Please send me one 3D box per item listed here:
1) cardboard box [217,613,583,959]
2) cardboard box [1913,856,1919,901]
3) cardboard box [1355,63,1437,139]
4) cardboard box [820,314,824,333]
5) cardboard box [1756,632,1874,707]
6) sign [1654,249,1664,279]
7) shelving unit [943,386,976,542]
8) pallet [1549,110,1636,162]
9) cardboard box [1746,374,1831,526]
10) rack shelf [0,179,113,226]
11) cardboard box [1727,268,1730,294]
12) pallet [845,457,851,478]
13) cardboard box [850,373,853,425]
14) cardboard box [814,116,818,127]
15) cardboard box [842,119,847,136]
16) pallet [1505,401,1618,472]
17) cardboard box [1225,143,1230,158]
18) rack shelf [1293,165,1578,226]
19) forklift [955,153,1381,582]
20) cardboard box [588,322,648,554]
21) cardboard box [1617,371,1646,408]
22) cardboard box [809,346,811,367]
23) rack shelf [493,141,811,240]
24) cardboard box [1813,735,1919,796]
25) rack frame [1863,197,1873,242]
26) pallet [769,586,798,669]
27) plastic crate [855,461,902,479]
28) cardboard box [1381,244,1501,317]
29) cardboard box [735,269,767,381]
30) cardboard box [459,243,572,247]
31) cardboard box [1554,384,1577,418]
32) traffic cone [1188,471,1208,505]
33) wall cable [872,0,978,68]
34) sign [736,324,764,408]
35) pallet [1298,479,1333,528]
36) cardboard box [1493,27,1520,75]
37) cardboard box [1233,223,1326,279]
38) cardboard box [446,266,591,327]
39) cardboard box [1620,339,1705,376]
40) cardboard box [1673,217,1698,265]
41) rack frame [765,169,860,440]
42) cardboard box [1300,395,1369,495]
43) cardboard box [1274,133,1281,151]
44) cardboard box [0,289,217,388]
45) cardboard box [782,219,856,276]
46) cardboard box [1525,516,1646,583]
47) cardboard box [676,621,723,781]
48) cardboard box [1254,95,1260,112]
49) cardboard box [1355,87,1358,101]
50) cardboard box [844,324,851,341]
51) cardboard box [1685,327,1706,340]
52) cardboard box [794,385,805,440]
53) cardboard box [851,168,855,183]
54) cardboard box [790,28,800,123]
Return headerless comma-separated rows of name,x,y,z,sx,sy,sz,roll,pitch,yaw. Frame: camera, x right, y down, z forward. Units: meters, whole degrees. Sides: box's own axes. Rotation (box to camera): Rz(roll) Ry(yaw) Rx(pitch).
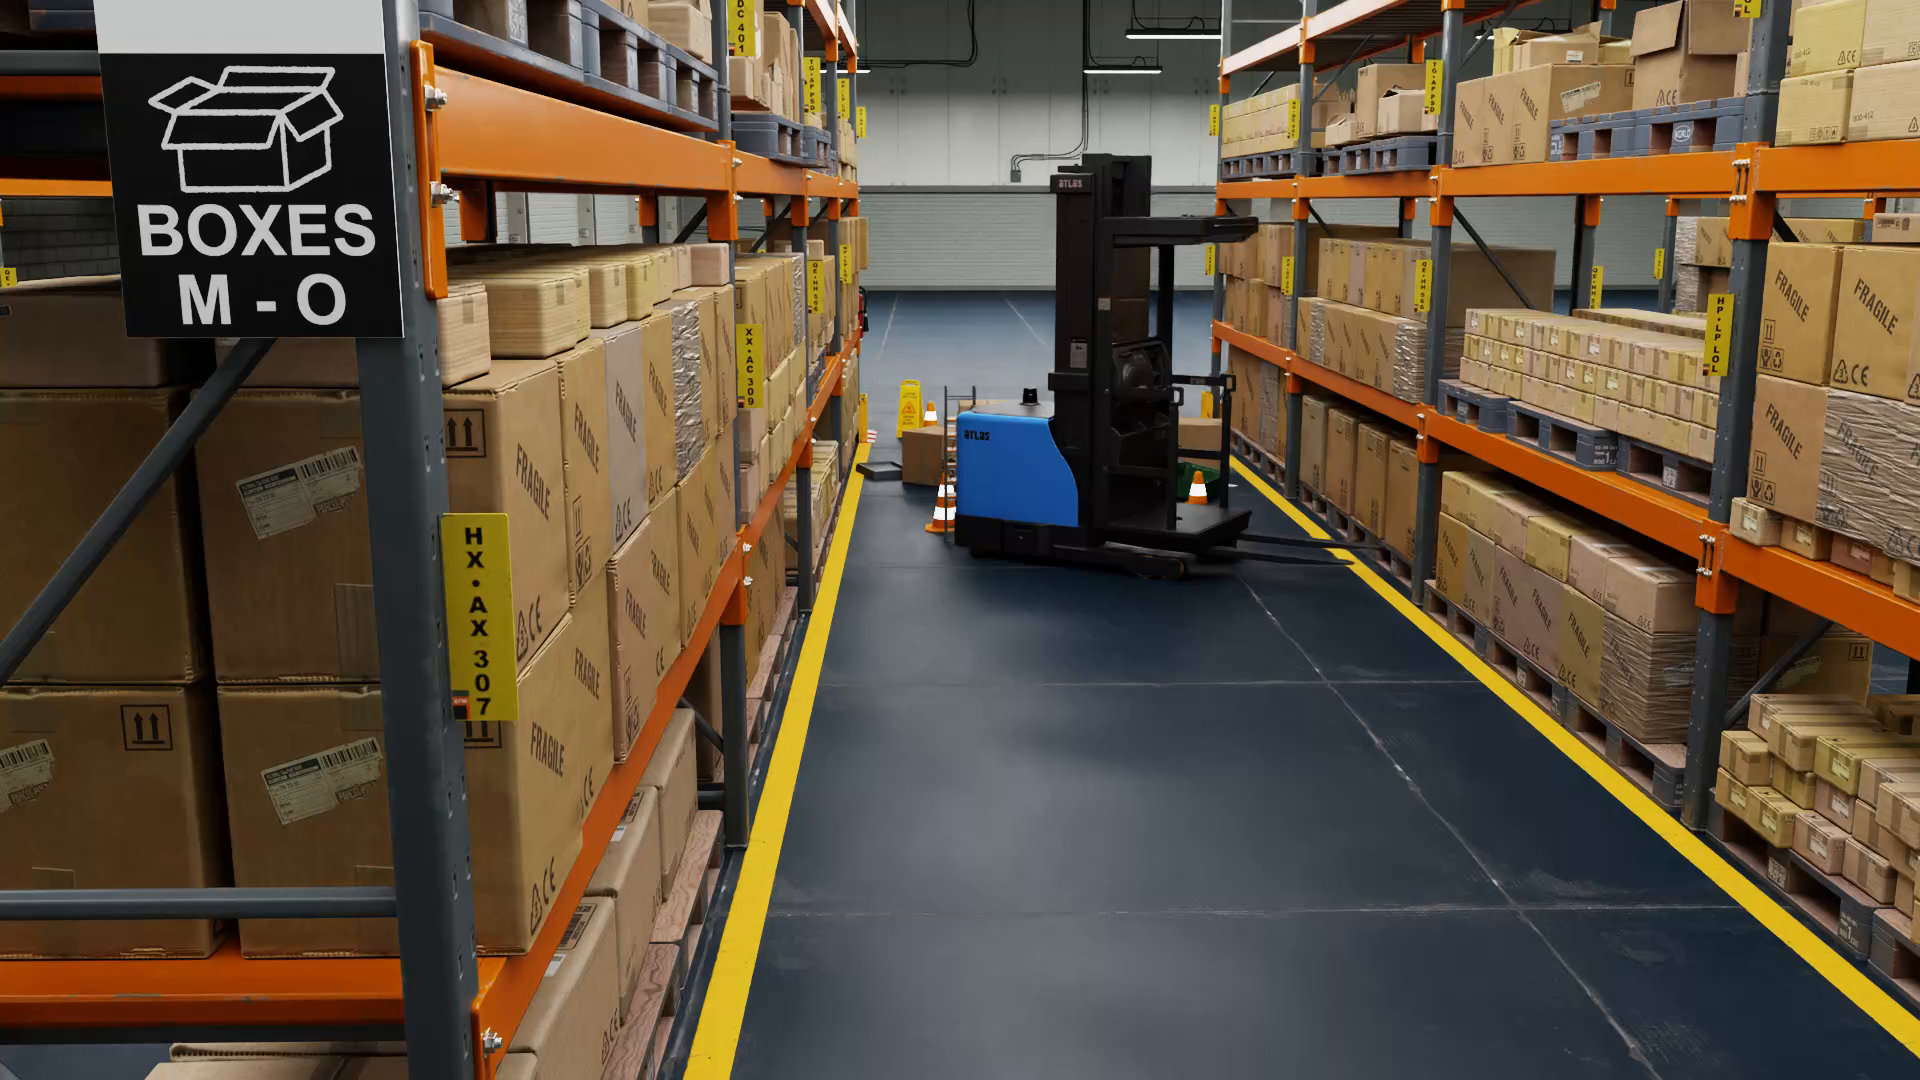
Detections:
cardboard box,-1.013,0.438,3.102,0.500,0.500,0.500,0,11,-2
cardboard box,3.325,1.125,5.338,0.380,0.149,0.250,0,11,-2
cardboard box,3.176,-3.165,12.012,0.500,0.500,0.500,0,11,-1
cardboard box,-1.271,-1.806,12.360,0.500,0.500,0.500,-1,11,-3
cardboard box,3.824,0.620,7.691,0.500,0.500,0.500,0,11,1
sign,7.745,-3.059,18.417,0.100,0.325,0.005,0,11,-1
shelving unit,0.000,-0.591,12.954,0.258,1.200,0.189,0,11,-1
pallet,3.644,-1.959,8.098,1.213,0.211,1.003,0,11,-1
cardboard box,3.333,-0.347,6.225,0.500,0.500,0.500,0,11,-2
rack shelf,-6.459,-2.500,12.103,1.077,0.370,4.000,0,11,-1
cardboard box,8.369,-2.524,16.957,0.875,0.500,0.500,0,11,-1
pallet,-1.615,-0.811,16.527,1.003,0.211,1.213,0,11,-1
cardboard box,-1.312,-1.355,16.167,0.500,0.500,0.500,0,11,2
cardboard box,-1.375,-3.188,13.003,0.500,0.250,0.500,0,11,0
cardboard box,-1.228,-3.759,15.128,0.380,0.149,0.250,0,11,-2
pallet,3.574,-0.559,8.754,1.003,0.211,1.213,0,11,-1
cardboard box,3.019,-4.119,17.595,0.380,0.149,0.250,0,11,-1
rack shelf,3.451,-2.562,12.407,1.077,0.370,4.000,0,11,-1
forklift,1.493,-1.266,11.926,3.031,2.935,1.130,7,13,30
cardboard box,-1.051,-0.257,4.013,0.500,0.500,0.500,0,11,-2
cardboard box,3.350,-0.714,7.863,0.380,0.149,0.250,-1,11,-3
cardboard box,-1.208,-1.265,11.327,0.380,0.149,0.250,-1,12,-5
rack shelf,-1.414,-1.726,8.288,1.077,0.370,4.000,0,11,-1
cardboard box,3.375,0.823,6.077,0.380,0.149,0.250,0,11,-2
rack frame,8.370,-1.842,14.595,1.000,3.000,0.127,0,11,-1
pallet,-1.514,0.517,9.978,1.003,0.211,1.213,0,11,-1
plastic crate,-0.750,-0.686,16.239,0.402,0.080,0.583,-4,12,-21
cardboard box,3.468,-1.877,12.003,0.700,0.500,0.500,0,11,-2
cardboard box,-1.132,-0.940,7.381,0.500,0.500,0.500,0,11,-1
cardboard box,-1.625,-1.004,6.067,0.380,0.149,0.250,0,11,-2
cardboard box,3.333,-0.724,8.660,0.380,0.149,0.250,-1,11,-3
traffic cone,1.927,-0.326,13.501,0.336,0.463,0.334,0,11,-1
wall cable,-1.030,-15.134,48.692,3.097,2.526,0.112,0,11,-1
sign,-0.818,-0.677,6.474,0.100,0.325,0.005,0,11,-1
pallet,3.500,-0.322,14.116,1.003,0.211,1.213,0,11,-1
cardboard box,3.235,-2.757,9.382,0.396,0.266,0.258,0,11,-1
cardboard box,3.275,-2.945,16.937,0.875,0.550,0.550,0,11,-1
cardboard box,-1.069,-0.553,3.842,0.380,0.149,0.250,0,11,-1
cardboard box,3.356,-0.862,7.842,0.380,0.149,0.250,0,11,-1
cardboard box,8.026,-3.212,17.830,0.500,0.500,0.500,0,11,-1
rack frame,-1.620,-2.596,18.313,1.000,3.000,0.127,0,11,-1
cardboard box,3.512,-0.822,14.169,1.050,0.750,0.750,0,11,-1
cardboard box,3.070,-3.616,15.119,0.380,0.149,0.250,0,11,0
cardboard box,-1.497,-0.343,2.810,0.380,0.149,0.250,0,11,0
cardboard box,-1.319,-2.676,15.191,0.700,0.500,0.500,0,11,-1
cardboard box,3.284,0.046,8.633,0.500,0.250,0.500,-1,11,-4
cardboard box,-1.465,0.501,7.331,0.875,0.875,0.875,0,11,1
cardboard box,3.051,-4.208,16.029,0.380,0.149,0.250,0,11,0
cardboard box,3.735,-3.959,14.803,0.380,0.149,0.250,0,11,-2
cardboard box,-1.241,-1.996,15.988,0.380,0.149,0.250,0,11,-1
cardboard box,3.989,-1.017,8.605,0.380,0.149,0.250,0,11,1
cardboard box,-1.159,-0.732,9.499,0.500,0.250,0.500,0,11,0
cardboard box,-1.295,-3.824,17.453,0.380,0.149,0.250,0,11,-1
cardboard box,-1.245,-2.535,9.158,0.700,0.500,0.500,-1,11,-4
